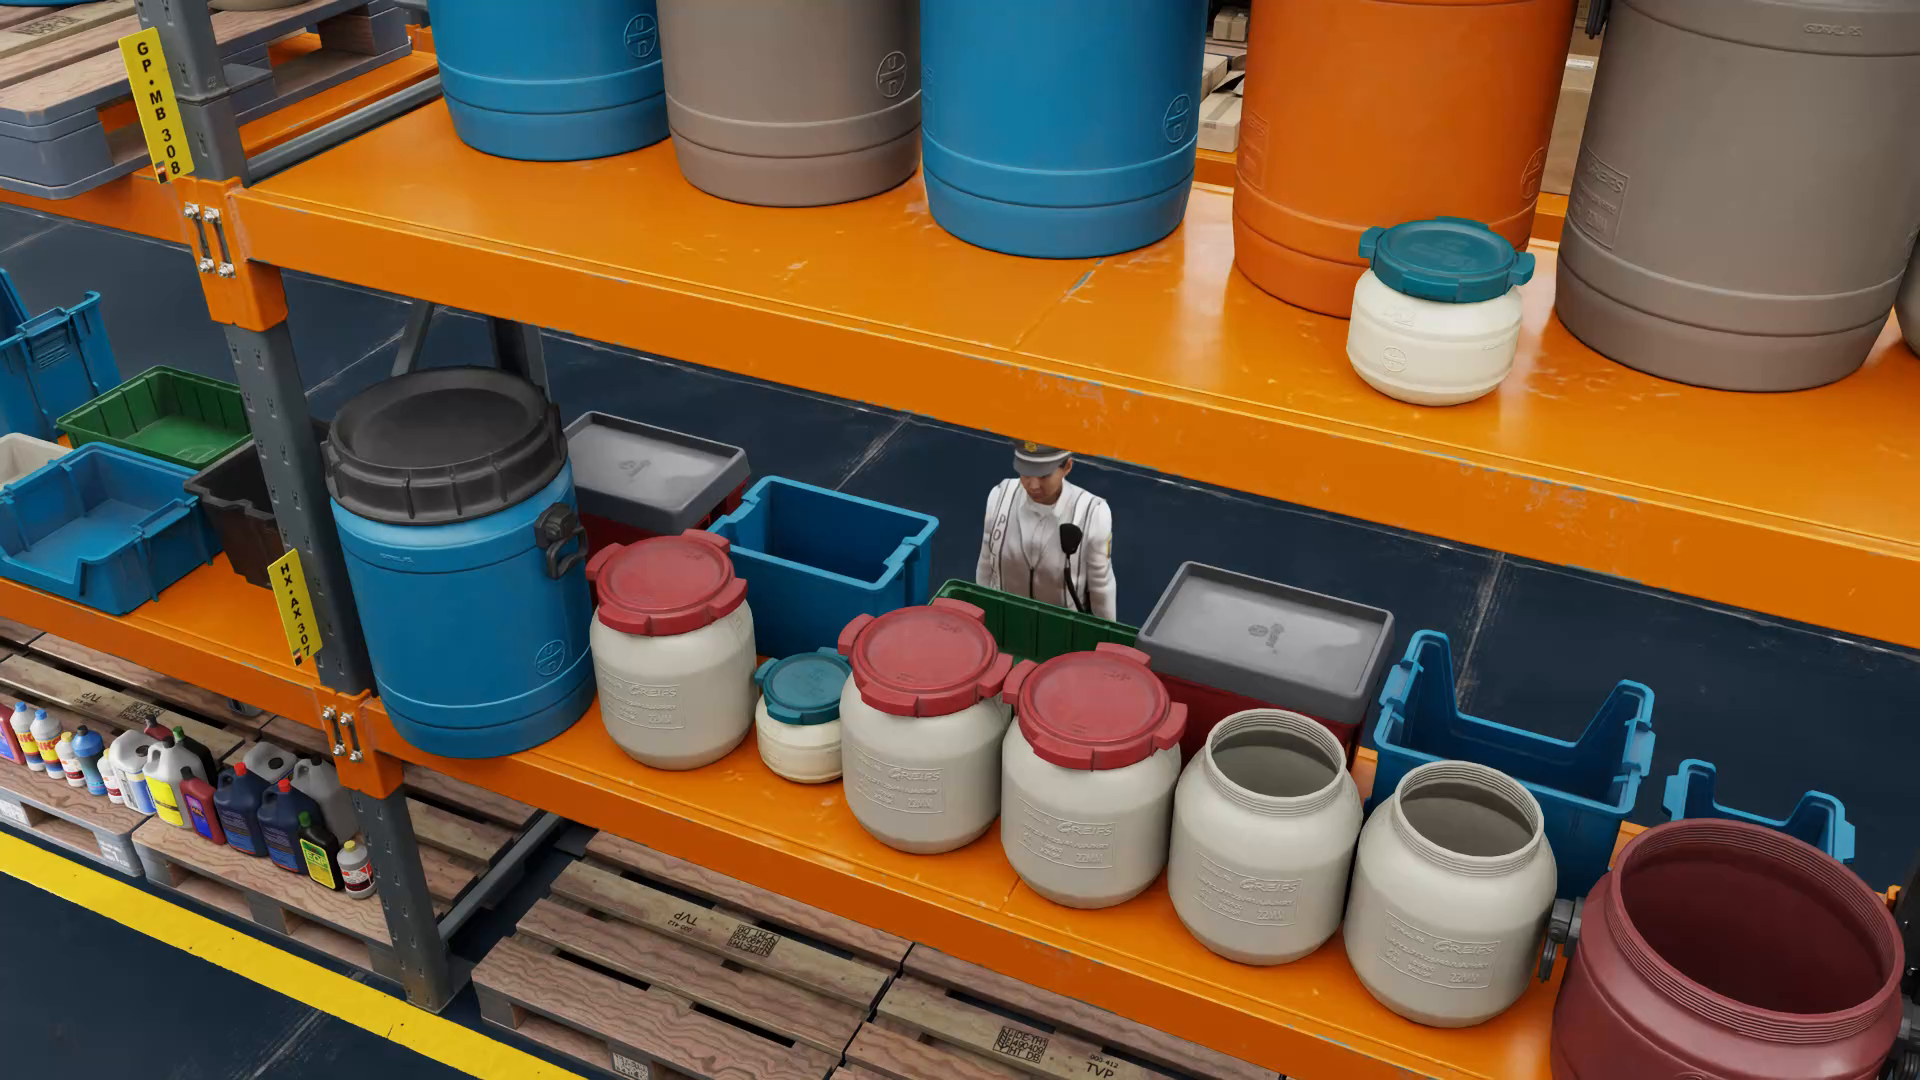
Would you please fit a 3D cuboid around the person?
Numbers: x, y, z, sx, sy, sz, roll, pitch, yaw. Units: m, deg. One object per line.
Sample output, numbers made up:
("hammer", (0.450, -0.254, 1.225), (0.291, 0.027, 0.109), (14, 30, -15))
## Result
("person", (0.271, 0.339, 5.609), (0.500, 1.663, 0.658), (8, 35, 11))
